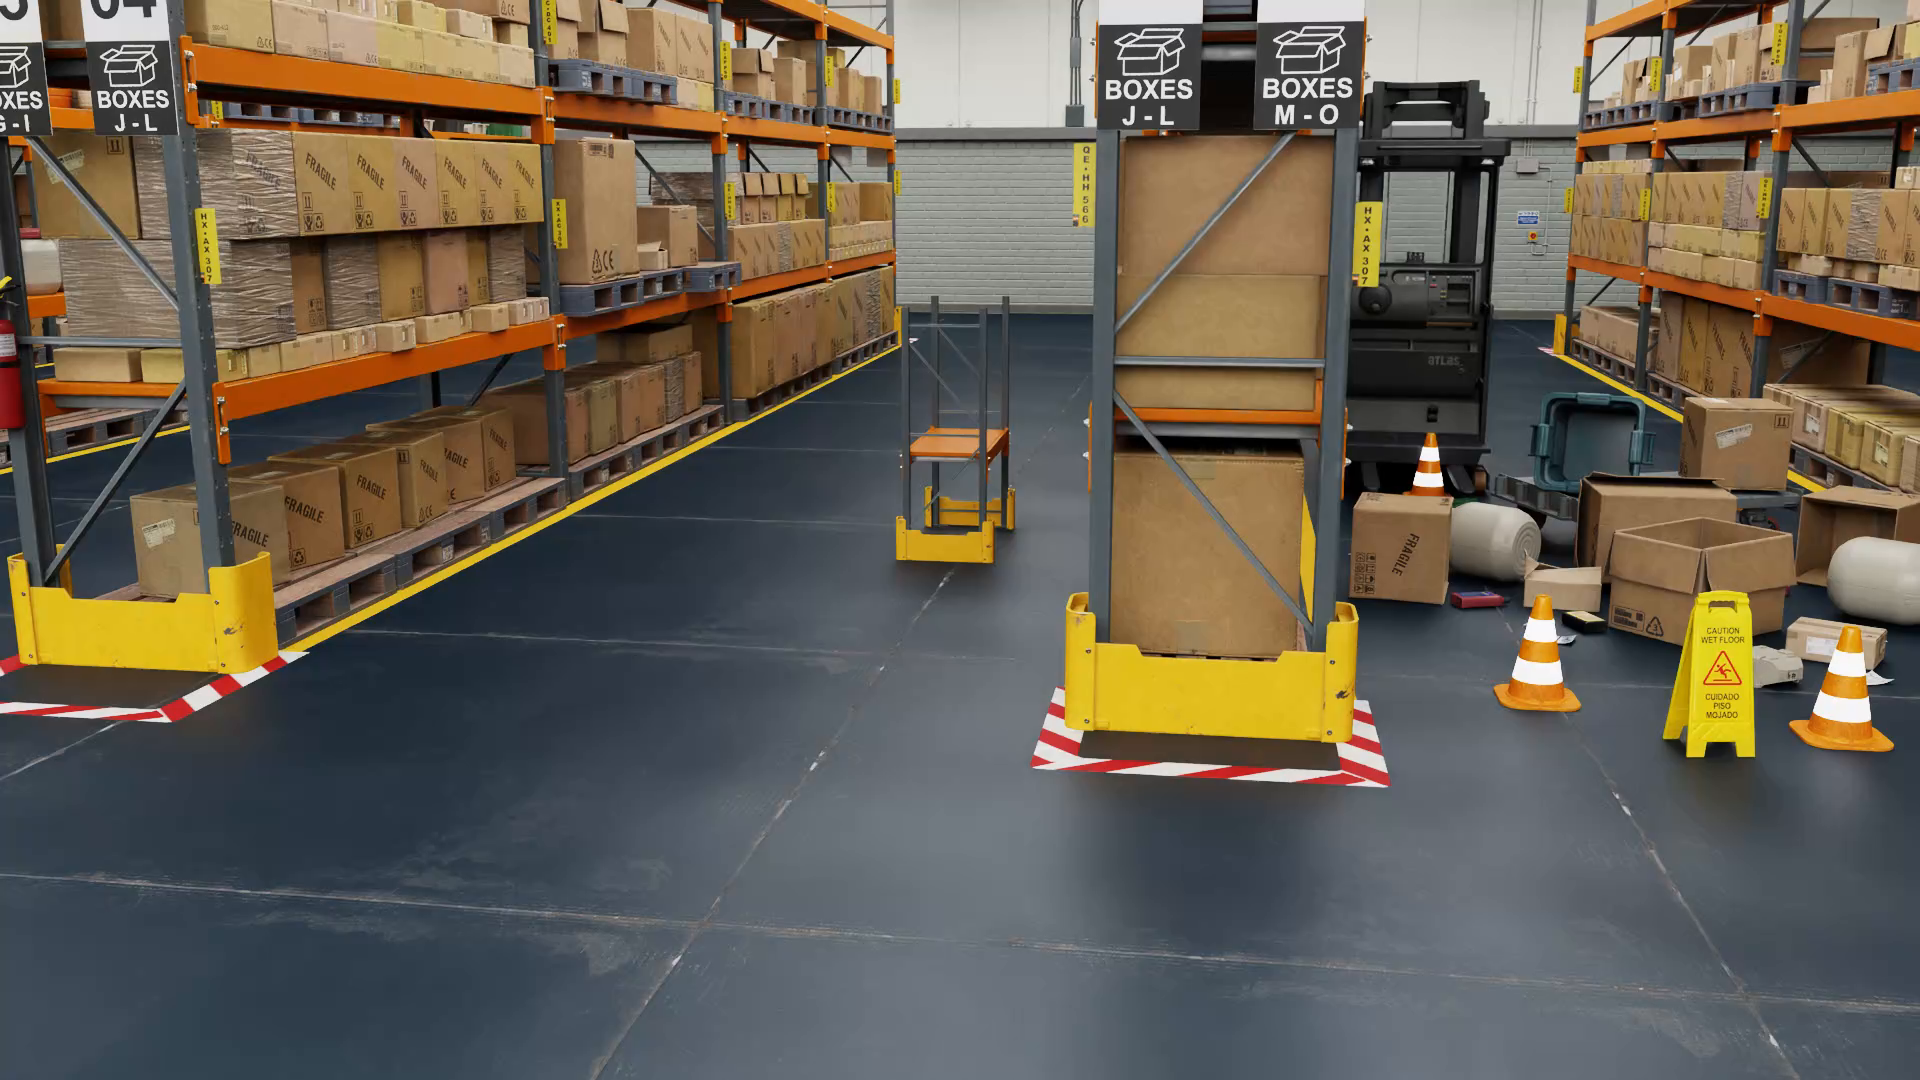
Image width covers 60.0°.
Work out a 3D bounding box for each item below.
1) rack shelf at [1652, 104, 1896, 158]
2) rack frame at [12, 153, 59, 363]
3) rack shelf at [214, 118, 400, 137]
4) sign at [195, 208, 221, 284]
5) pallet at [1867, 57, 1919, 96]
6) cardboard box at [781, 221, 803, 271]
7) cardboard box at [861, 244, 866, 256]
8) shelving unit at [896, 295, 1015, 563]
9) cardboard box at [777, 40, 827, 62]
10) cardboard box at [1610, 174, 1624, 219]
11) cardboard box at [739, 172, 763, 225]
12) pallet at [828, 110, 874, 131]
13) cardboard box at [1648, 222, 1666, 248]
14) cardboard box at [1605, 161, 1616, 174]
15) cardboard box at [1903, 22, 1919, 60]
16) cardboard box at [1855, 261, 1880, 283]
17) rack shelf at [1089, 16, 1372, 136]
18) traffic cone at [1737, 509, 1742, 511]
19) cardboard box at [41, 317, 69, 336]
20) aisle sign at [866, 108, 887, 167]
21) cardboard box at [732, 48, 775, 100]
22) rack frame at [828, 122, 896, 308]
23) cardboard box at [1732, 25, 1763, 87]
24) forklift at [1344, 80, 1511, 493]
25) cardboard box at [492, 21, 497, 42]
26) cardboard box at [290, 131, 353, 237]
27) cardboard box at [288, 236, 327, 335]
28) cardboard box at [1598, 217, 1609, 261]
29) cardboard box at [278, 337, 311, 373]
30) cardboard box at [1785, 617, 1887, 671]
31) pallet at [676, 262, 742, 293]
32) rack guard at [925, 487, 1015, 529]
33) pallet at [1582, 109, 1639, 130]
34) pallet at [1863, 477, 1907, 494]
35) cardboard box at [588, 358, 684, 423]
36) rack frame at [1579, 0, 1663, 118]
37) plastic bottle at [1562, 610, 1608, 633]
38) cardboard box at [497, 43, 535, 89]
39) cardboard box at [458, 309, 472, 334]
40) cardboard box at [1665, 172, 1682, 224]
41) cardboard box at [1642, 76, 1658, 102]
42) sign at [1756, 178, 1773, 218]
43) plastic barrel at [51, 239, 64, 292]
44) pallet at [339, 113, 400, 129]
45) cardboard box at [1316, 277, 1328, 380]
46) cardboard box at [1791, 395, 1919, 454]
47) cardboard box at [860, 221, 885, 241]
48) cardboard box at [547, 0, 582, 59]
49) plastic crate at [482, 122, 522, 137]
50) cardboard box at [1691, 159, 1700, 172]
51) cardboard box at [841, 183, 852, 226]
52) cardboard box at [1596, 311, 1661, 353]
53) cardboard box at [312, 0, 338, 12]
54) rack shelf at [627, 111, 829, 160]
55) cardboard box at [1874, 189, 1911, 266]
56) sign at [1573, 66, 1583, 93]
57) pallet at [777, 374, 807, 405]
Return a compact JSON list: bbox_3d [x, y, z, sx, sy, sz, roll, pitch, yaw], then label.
[{"bbox_3d":[7.479,-3.764,15.425,1.077,0.370,4.000,2,12,9],"label":"rack shelf"},{"bbox_3d":[-11.793,-3.708,20.580,1.000,3.000,0.127,2,12,9],"label":"rack frame"},{"bbox_3d":[-7.207,-4.245,17.659,1.077,0.370,4.000,2,12,9],"label":"rack shelf"},{"bbox_3d":[-3.315,-1.294,7.323,0.100,0.325,0.005,2,12,9],"label":"sign"},{"bbox_3d":[6.913,-3.116,11.156,1.213,0.211,1.003,2,12,9],"label":"pallet"},{"bbox_3d":[-1.964,-3.117,17.601,0.500,0.500,0.500,2,12,8],"label":"cardboard box"},{"bbox_3d":[-1.393,-3.639,20.855,0.380,0.149,0.250,2,12,7],"label":"cardboard box"},{"bbox_3d":[-0.012,-0.717,10.262,0.587,1.500,1.083,2,12,9],"label":"shelving unit"},{"bbox_3d":[-1.854,-5.718,19.534,0.500,0.250,0.500,1,12,5],"label":"cardboard box"},{"bbox_3d":[7.742,-3.922,18.960,0.500,0.500,0.500,2,12,9],"label":"cardboard box"},{"bbox_3d":[-2.389,-3.380,16.440,0.797,0.503,0.637,2,12,10],"label":"cardboard box"},{"bbox_3d":[-1.679,-5.233,20.744,1.003,0.211,1.213,2,12,9],"label":"pallet"},{"bbox_3d":[7.440,-3.154,17.177,0.500,0.250,0.500,2,12,7],"label":"cardboard box"},{"bbox_3d":[7.794,-4.366,19.483,0.380,0.149,0.250,2,12,7],"label":"cardboard box"},{"bbox_3d":[6.665,-3.336,11.091,0.500,0.250,0.500,2,12,9],"label":"cardboard box"},{"bbox_3d":[6.641,-1.919,11.876,0.380,0.149,0.250,2,12,10],"label":"cardboard box"},{"bbox_3d":[1.342,-2.238,8.344,1.077,0.370,4.000,2,12,9],"label":"rack shelf"},{"bbox_3d":[5.364,-0.463,11.545,0.336,0.463,0.334,2,12,9],"label":"traffic cone"},{"bbox_3d":[-11.515,-2.689,21.190,0.500,0.311,0.500,2,12,9],"label":"cardboard box"},{"bbox_3d":[-1.083,-5.495,22.701,0.394,0.787,0.004,2,12,9],"label":"aisle sign"},{"bbox_3d":[-2.327,-4.702,16.828,0.797,0.503,0.637,2,12,8],"label":"cardboard box"},{"bbox_3d":[-1.390,-4.219,22.950,1.000,3.000,0.127,2,12,9],"label":"rack frame"},{"bbox_3d":[7.136,-4.165,14.347,0.700,0.500,0.500,1,12,6],"label":"cardboard box"},{"bbox_3d":[3.341,-1.854,12.141,1.130,2.935,3.031,3,12,12],"label":"forklift"},{"bbox_3d":[-3.131,-3.179,10.415,0.380,0.149,0.250,2,12,9],"label":"cardboard box"},{"bbox_3d":[-3.413,-1.781,8.321,0.500,0.500,0.500,2,12,9],"label":"cardboard box"},{"bbox_3d":[-3.781,-1.304,8.482,0.875,0.500,0.500,2,12,9],"label":"cardboard box"},{"bbox_3d":[7.838,-3.540,19.562,0.500,0.500,0.500,2,12,11],"label":"cardboard box"},{"bbox_3d":[-3.461,-0.920,8.239,0.380,0.149,0.250,2,12,9],"label":"cardboard box"},{"bbox_3d":[4.147,0.488,7.875,0.380,0.149,0.250,10,15,38],"label":"cardboard box"},{"bbox_3d":[-2.625,-2.308,14.539,1.213,0.211,1.003,2,12,9],"label":"pallet"},{"bbox_3d":[0.065,-0.210,10.874,0.587,0.250,0.087,2,12,9],"label":"rack guard"},{"bbox_3d":[8.298,-5.166,20.436,1.003,0.211,1.213,2,12,9],"label":"pallet"},{"bbox_3d":[6.675,-0.199,10.915,1.003,0.211,1.213,2,12,9],"label":"pallet"},{"bbox_3d":[-2.776,-1.291,14.252,0.700,0.500,0.500,1,12,4],"label":"cardboard box"},{"bbox_3d":[8.402,-6.831,20.829,1.000,3.000,0.127,2,12,9],"label":"rack frame"},{"bbox_3d":[3.156,0.408,8.454,0.133,0.061,0.283,-2,12,-11],"label":"plastic bottle"},{"bbox_3d":[-3.048,-3.011,10.580,0.500,0.250,0.500,2,12,11],"label":"cardboard box"},{"bbox_3d":[-3.221,-1.339,10.182,0.380,0.149,0.250,2,12,9],"label":"cardboard box"},{"bbox_3d":[7.384,-3.414,16.604,0.500,0.500,0.500,2,12,8],"label":"cardboard box"},{"bbox_3d":[7.569,-4.863,17.905,0.396,0.266,0.258,2,12,10],"label":"cardboard box"},{"bbox_3d":[6.623,-2.816,13.691,0.100,0.325,0.005,2,12,9],"label":"sign"},{"bbox_3d":[-7.587,-2.383,14.107,0.433,0.535,0.433,0,12,0],"label":"plastic barrel"},{"bbox_3d":[-6.923,-4.755,18.763,1.213,0.211,1.003,2,12,9],"label":"pallet"},{"bbox_3d":[1.320,-1.086,8.058,0.875,0.550,0.550,2,12,9],"label":"cardboard box"},{"bbox_3d":[6.969,-0.882,12.708,0.950,0.372,0.625,2,12,8],"label":"cardboard box"},{"bbox_3d":[-1.281,-4.076,21.937,0.500,0.250,0.500,2,12,8],"label":"cardboard box"},{"bbox_3d":[-3.066,-3.538,11.427,0.797,0.503,0.637,1,12,6],"label":"cardboard box"},{"bbox_3d":[-6.154,-5.528,22.406,0.450,0.188,0.336,2,12,9],"label":"plastic crate"},{"bbox_3d":[8.115,-4.031,17.928,0.380,0.149,0.250,2,12,9],"label":"cardboard box"},{"bbox_3d":[-1.596,-4.019,19.891,0.500,0.500,0.500,2,12,9],"label":"cardboard box"},{"bbox_3d":[8.267,-2.519,20.148,0.875,0.438,0.875,2,12,10],"label":"cardboard box"},{"bbox_3d":[-3.374,-2.738,8.369,0.380,0.149,0.250,2,12,9],"label":"cardboard box"},{"bbox_3d":[-2.313,-4.085,16.915,1.077,0.370,4.000,2,12,9],"label":"rack shelf"},{"bbox_3d":[6.561,-2.114,11.241,0.500,0.500,0.500,2,12,11],"label":"cardboard box"},{"bbox_3d":[7.854,-5.850,21.133,0.100,0.325,0.005,2,12,9],"label":"sign"},{"bbox_3d":[-2.235,-1.605,17.442,1.003,0.211,1.213,2,12,9],"label":"pallet"}]
